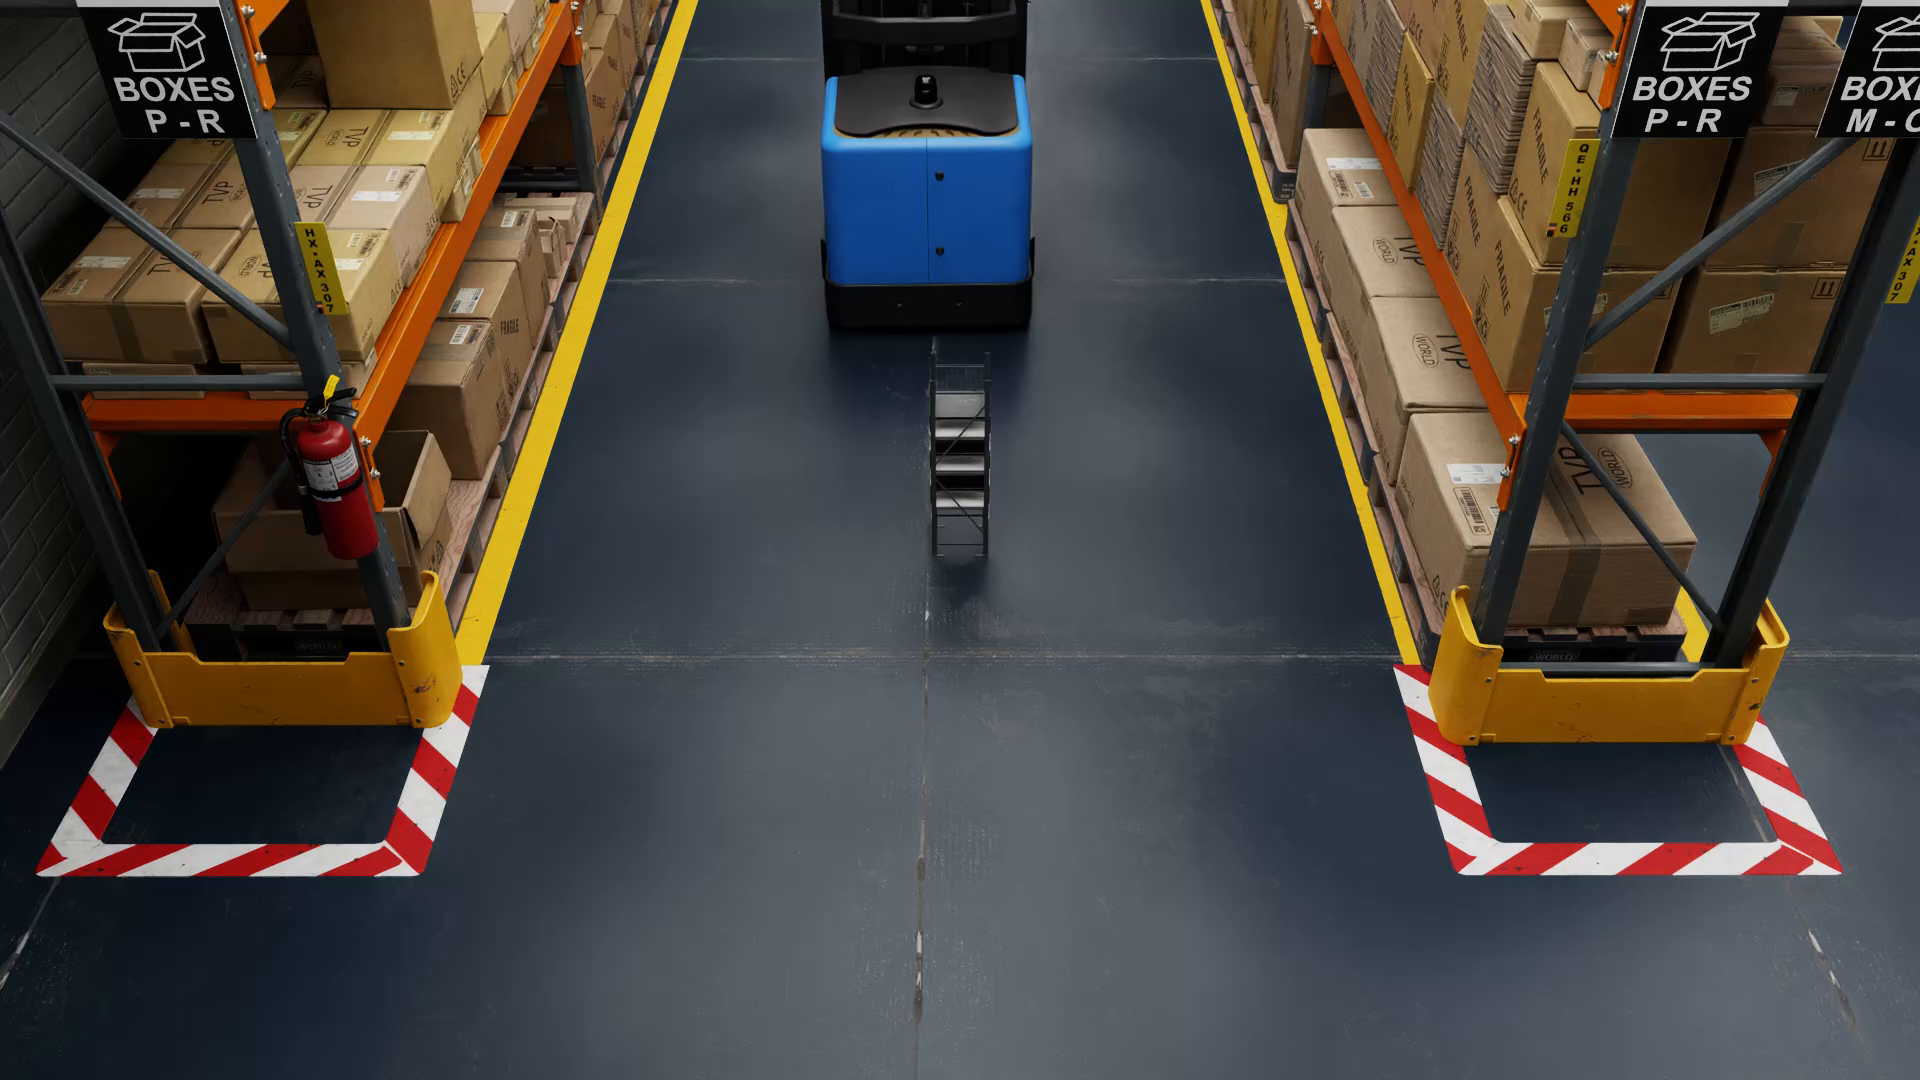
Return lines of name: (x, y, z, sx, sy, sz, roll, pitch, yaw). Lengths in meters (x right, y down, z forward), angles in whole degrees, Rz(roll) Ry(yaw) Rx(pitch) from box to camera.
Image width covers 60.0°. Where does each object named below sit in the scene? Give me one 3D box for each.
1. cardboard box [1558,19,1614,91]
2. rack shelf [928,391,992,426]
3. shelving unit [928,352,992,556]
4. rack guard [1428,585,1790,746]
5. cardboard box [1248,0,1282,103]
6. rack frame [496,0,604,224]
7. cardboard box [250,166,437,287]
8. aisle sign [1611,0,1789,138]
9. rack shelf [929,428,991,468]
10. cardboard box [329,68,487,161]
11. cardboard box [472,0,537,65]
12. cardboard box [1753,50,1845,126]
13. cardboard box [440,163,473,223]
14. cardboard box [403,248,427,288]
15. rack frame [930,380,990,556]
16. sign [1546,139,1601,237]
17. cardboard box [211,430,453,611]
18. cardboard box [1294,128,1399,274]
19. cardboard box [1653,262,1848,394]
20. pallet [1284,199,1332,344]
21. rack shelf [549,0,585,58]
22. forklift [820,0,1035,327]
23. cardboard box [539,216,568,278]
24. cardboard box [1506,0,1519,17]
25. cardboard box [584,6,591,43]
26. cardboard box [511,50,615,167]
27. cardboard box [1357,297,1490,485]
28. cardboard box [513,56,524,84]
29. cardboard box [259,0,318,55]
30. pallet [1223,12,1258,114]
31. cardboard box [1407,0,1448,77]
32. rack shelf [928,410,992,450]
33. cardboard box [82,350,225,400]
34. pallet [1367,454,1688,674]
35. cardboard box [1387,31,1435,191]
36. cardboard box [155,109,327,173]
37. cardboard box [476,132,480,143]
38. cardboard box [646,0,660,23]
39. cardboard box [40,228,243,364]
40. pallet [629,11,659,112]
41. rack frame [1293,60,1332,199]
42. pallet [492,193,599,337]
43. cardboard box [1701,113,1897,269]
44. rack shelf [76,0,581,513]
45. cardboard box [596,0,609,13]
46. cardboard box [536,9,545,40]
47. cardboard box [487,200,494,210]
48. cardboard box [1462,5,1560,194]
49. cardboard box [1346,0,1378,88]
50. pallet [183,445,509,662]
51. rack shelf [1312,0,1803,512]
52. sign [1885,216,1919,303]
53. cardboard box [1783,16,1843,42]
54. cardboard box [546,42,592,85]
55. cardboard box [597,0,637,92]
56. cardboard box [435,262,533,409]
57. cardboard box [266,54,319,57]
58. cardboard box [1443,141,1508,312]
cardboard box: (2.190, -1.583, 5.428, 0.380, 0.149, 0.250, 1, 39, 1)
rack shelf: (0.000, -0.531, 6.814, 0.258, 0.077, 0.200, 0, 39, 0)
shelving unit: (0.000, -0.346, 6.962, 0.258, 0.900, 0.210, 0, 39, 0)
rack guard: (2.415, 0.473, 6.260, 1.175, 0.500, 0.348, 0, 39, 0)
cardboard box: (2.320, -3.306, 10.340, 0.875, 0.875, 0.875, 1, 39, 1)
rack frame: (-2.554, -3.013, 8.611, 1.000, 3.000, 0.127, 0, 39, 0)
cardboard box: (-2.281, -1.168, 6.191, 0.500, 0.250, 0.500, 0, 39, 0)
aisle sign: (2.105, -1.487, 4.628, 0.394, 0.787, 0.004, 0, 39, 0)
rack shelf: (0.000, -0.390, 6.927, 0.258, 0.077, 0.200, 0, 39, 0)
cardboard box: (-2.307, -1.805, 6.986, 0.500, 0.250, 0.500, -1, 39, -1)
cardboard box: (-2.294, -2.439, 7.777, 0.500, 0.250, 0.500, 0, 39, 0)
cardboard box: (2.691, -1.422, 5.227, 0.380, 0.149, 0.250, 1, 39, 1)
cardboard box: (-2.227, -1.425, 6.830, 0.380, 0.149, 0.250, -1, 39, -1)
cardboard box: (-2.296, -1.101, 6.426, 0.380, 0.149, 0.250, 1, 39, 1)
rack frame: (0.000, -0.282, 6.883, 0.240, 0.900, 0.006, 0, 39, 0)
sign: (1.872, -1.070, 5.071, 0.100, 0.325, 0.005, 0, 39, 0)
cardboard box: (-2.455, -0.084, 6.616, 0.797, 0.503, 0.637, -1, 39, -2)
cardboard box: (2.303, -1.790, 8.798, 0.875, 0.438, 0.875, -1, 39, -1)
cardboard box: (2.701, -0.857, 5.841, 0.500, 0.500, 0.500, 0, 39, 0)
pallet: (2.333, -1.455, 8.897, 1.003, 0.211, 1.213, 0, 39, 0)
rack shelf: (-2.556, -3.983, 10.397, 1.077, 0.370, 4.000, 0, 39, 0)
forklift: (-0.194, -3.129, 8.811, 1.130, 2.935, 3.031, -1, 39, -1)
cardboard box: (-2.259, -1.538, 8.622, 0.396, 0.266, 0.258, 1, 39, 2)
cardboard box: (2.146, -1.902, 5.826, 0.380, 0.149, 0.250, 1, 39, 1)
cardboard box: (-2.377, -3.013, 9.755, 0.380, 0.149, 0.250, -2, 39, -2)
cardboard box: (-2.329, -2.504, 9.639, 0.500, 0.500, 0.500, 2, 39, 2)
cardboard box: (2.304, -0.666, 7.396, 0.875, 0.438, 0.875, 1, 39, 1)
cardboard box: (-2.281, -2.226, 7.830, 0.380, 0.149, 0.250, 1, 39, 1)
cardboard box: (-2.818, -2.432, 7.168, 0.500, 0.500, 0.500, -1, 39, -1)
pallet: (2.329, -3.178, 11.047, 1.003, 0.211, 1.213, 0, 39, 0)
cardboard box: (2.150, -2.198, 6.715, 0.500, 0.500, 0.500, 0, 39, 0)
rack shelf: (0.000, -0.461, 6.871, 0.258, 0.077, 0.200, 0, 39, 0)
cardboard box: (-2.818, -0.621, 5.827, 0.380, 0.149, 0.250, 0, 39, -1)
pallet: (2.335, 0.071, 6.993, 1.003, 0.211, 1.213, 0, 39, 0)
cardboard box: (2.140, -1.816, 7.038, 0.500, 0.500, 0.500, 1, 39, 1)
cardboard box: (-2.810, -1.489, 6.591, 0.500, 0.250, 0.500, 1, 39, 1)
cardboard box: (-2.317, -1.751, 7.237, 0.380, 0.149, 0.250, 0, 39, 0)
cardboard box: (-2.350, -3.798, 11.254, 0.500, 0.500, 0.500, 2, 39, 2)
cardboard box: (-2.815, -0.857, 5.802, 0.500, 0.250, 0.500, 1, 39, 1)
pallet: (-2.597, -3.198, 11.072, 1.003, 0.211, 1.213, 0, 39, 0)
rack frame: (2.410, -3.019, 8.618, 1.000, 3.000, 0.127, 0, 39, 0)
pallet: (-2.554, -1.495, 8.947, 1.003, 0.211, 1.213, 0, 39, 0)
cardboard box: (2.699, -1.247, 5.528, 0.500, 0.500, 0.500, -1, 39, -1)
rack shelf: (-2.551, -1.481, 7.275, 1.077, 0.370, 4.000, 0, 39, 0)
cardboard box: (-2.354, -3.340, 10.164, 0.380, 0.149, 0.250, 0, 39, 0)
cardboard box: (-2.279, -2.553, 8.238, 0.380, 0.149, 0.250, 1, 39, 1)
cardboard box: (-2.789, -1.714, 8.805, 0.500, 0.311, 0.500, 1, 39, 2)
cardboard box: (2.146, -1.575, 5.937, 0.500, 0.500, 0.500, 0, 39, 0)
cardboard box: (2.145, -2.450, 7.828, 0.500, 0.500, 0.500, 0, 39, 0)
pallet: (-2.551, 0.031, 7.043, 1.003, 0.211, 1.213, 0, 39, 0)
rack shelf: (2.412, -1.487, 7.283, 1.077, 0.370, 4.000, 0, 39, 0)
sign: (2.970, -0.883, 5.197, 0.100, 0.325, 0.005, 0, 39, 0)
cardboard box: (2.734, -1.748, 5.635, 0.380, 0.149, 0.250, 1, 39, 1)
cardboard box: (-2.288, -2.679, 9.339, 0.380, 0.149, 0.250, 2, 39, 2)
cardboard box: (-2.336, -3.149, 10.444, 0.500, 0.500, 0.500, -1, 39, -1)
cardboard box: (-2.318, -0.948, 7.697, 0.500, 0.500, 0.500, 1, 39, 1)
cardboard box: (-2.817, -2.124, 7.384, 0.500, 0.250, 0.500, 1, 39, 1)
cardboard box: (2.164, -1.172, 6.234, 0.500, 0.500, 0.500, -1, 39, -1)
